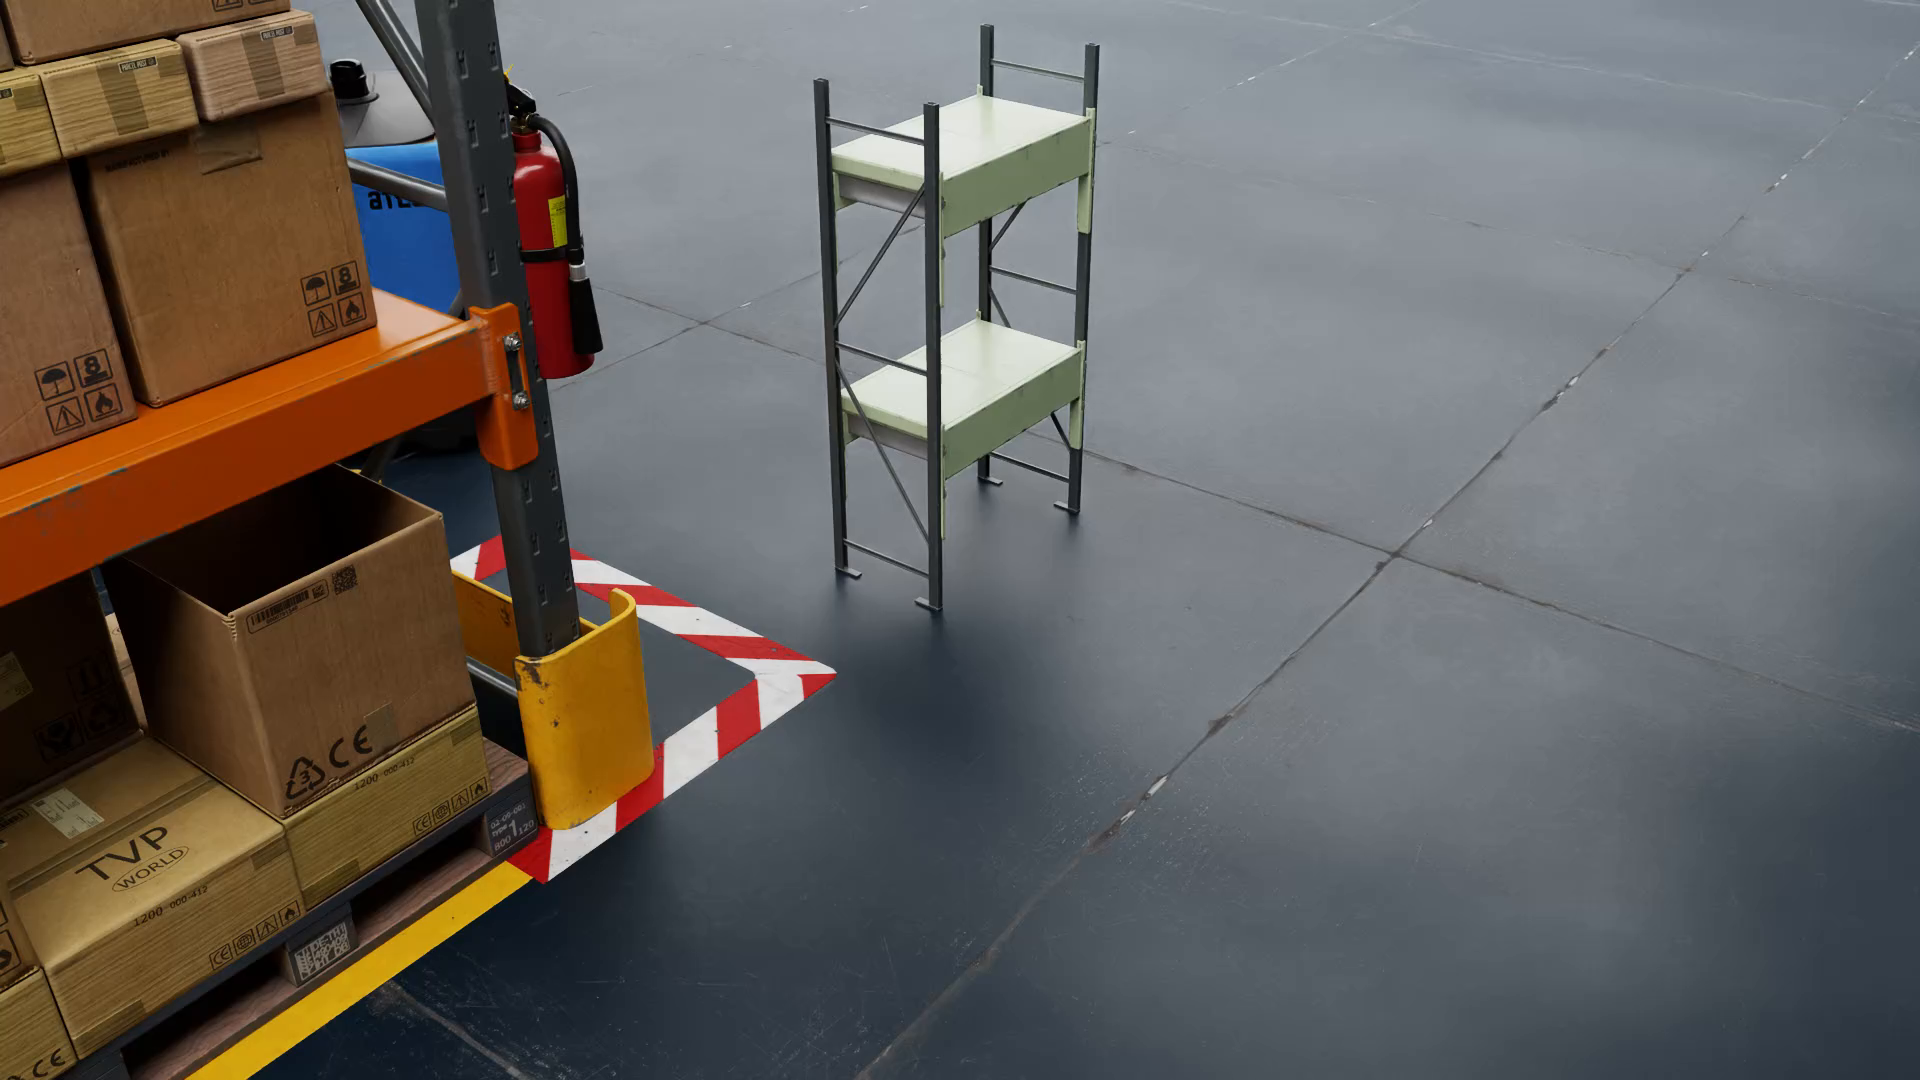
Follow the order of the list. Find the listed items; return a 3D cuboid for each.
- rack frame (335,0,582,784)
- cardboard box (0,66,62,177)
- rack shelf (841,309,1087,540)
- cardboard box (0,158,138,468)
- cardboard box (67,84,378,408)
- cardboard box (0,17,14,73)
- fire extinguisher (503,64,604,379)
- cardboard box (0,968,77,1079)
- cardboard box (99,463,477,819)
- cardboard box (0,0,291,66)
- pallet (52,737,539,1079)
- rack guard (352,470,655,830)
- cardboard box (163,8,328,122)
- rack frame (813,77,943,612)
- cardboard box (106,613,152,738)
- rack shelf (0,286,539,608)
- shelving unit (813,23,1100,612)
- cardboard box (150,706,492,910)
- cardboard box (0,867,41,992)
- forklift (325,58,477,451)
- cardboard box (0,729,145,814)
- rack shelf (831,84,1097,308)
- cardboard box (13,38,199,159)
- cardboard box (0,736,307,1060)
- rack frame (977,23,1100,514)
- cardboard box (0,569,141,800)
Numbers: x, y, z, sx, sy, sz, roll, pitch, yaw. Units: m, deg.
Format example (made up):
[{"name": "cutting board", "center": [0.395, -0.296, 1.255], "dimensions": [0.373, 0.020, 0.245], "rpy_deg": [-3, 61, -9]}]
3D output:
[{"name": "rack frame", "center": [-1.340, -0.809, 3.673], "dimensions": [1.000, 3.000, 0.127], "rpy_deg": [21, 37, 31]}, {"name": "cardboard box", "center": [-1.730, -0.706, 2.765], "dimensions": [0.380, 0.149, 0.250], "rpy_deg": [21, 36, 31]}, {"name": "rack shelf", "center": [0.004, -0.367, 5.038], "dimensions": [0.431, 0.370, 0.720], "rpy_deg": [21, 37, 31]}, {"name": "cardboard box", "center": [-1.945, -0.451, 2.971], "dimensions": [0.700, 0.500, 0.500], "rpy_deg": [22, 37, 32]}, {"name": "cardboard box", "center": [-1.632, -0.666, 3.334], "dimensions": [0.700, 0.500, 0.500], "rpy_deg": [21, 37, 31]}, {"name": "cardboard box", "center": [-1.977, -0.987, 2.603], "dimensions": [0.700, 0.500, 0.500], "rpy_deg": [20, 36, 30]}, {"name": "fire extinguisher", "center": [-0.898, -0.681, 3.532], "dimensions": [0.296, 0.674, 0.183], "rpy_deg": [21, 37, 31]}, {"name": "cardboard box", "center": [-2.021, 0.913, 3.053], "dimensions": [0.500, 0.250, 0.500], "rpy_deg": [21, 37, 31]}, {"name": "cardboard box", "center": [-1.426, 0.180, 3.553], "dimensions": [0.500, 0.500, 0.500], "rpy_deg": [21, 37, 31]}, {"name": "cardboard box", "center": [-1.664, -1.203, 2.967], "dimensions": [0.700, 0.500, 0.500], "rpy_deg": [21, 37, 31]}, {"name": "pallet", "center": [-1.768, 0.714, 3.838], "dimensions": [1.003, 0.211, 1.213], "rpy_deg": [21, 37, 31]}, {"name": "rack guard", "center": [-1.325, 0.257, 4.327], "dimensions": [1.175, 0.500, 0.348], "rpy_deg": [21, 37, 31]}, {"name": "cardboard box", "center": [-1.419, -0.917, 3.121], "dimensions": [0.380, 0.149, 0.250], "rpy_deg": [20, 36, 31]}, {"name": "rack frame", "center": [-0.217, -0.499, 4.621], "dimensions": [0.400, 1.500, 0.023], "rpy_deg": [21, 37, 31]}, {"name": "cardboard box", "center": [-1.841, 0.343, 4.015], "dimensions": [0.500, 0.250, 0.500], "rpy_deg": [21, 37, 31]}, {"name": "rack shelf", "center": [-2.547, 0.313, 2.485], "dimensions": [1.077, 0.370, 4.000], "rpy_deg": [21, 37, 31]}, {"name": "shelving unit", "center": [0.004, -0.648, 4.872], "dimensions": [0.431, 1.500, 0.755], "rpy_deg": [21, 37, 31]}, {"name": "cardboard box", "center": [-1.428, 0.502, 3.746], "dimensions": [0.500, 0.250, 0.500], "rpy_deg": [21, 37, 31]}, {"name": "cardboard box", "center": [-2.018, 0.591, 2.860], "dimensions": [0.500, 0.500, 0.500], "rpy_deg": [21, 37, 31]}, {"name": "forklift", "center": [-3.129, -1.667, 5.188], "dimensions": [3.031, 2.935, 1.130], "rpy_deg": [-6, 31, -11]}, {"name": "cardboard box", "center": [-2.140, 0.547, 3.670], "dimensions": [0.500, 0.250, 0.500], "rpy_deg": [21, 37, 31]}, {"name": "rack shelf", "center": [0.004, -0.984, 4.673], "dimensions": [0.431, 0.370, 0.720], "rpy_deg": [21, 37, 31]}, {"name": "cardboard box", "center": [-1.576, -0.810, 2.941], "dimensions": [0.380, 0.149, 0.250], "rpy_deg": [22, 37, 32]}, {"name": "cardboard box", "center": [-1.720, 0.709, 3.396], "dimensions": [0.500, 0.250, 0.500], "rpy_deg": [21, 37, 31]}, {"name": "rack frame", "center": [0.225, -0.797, 5.123], "dimensions": [0.400, 1.500, 0.023], "rpy_deg": [21, 37, 31]}, {"name": "cardboard box", "center": [-2.141, 0.224, 3.479], "dimensions": [0.500, 0.500, 0.500], "rpy_deg": [21, 37, 31]}]
